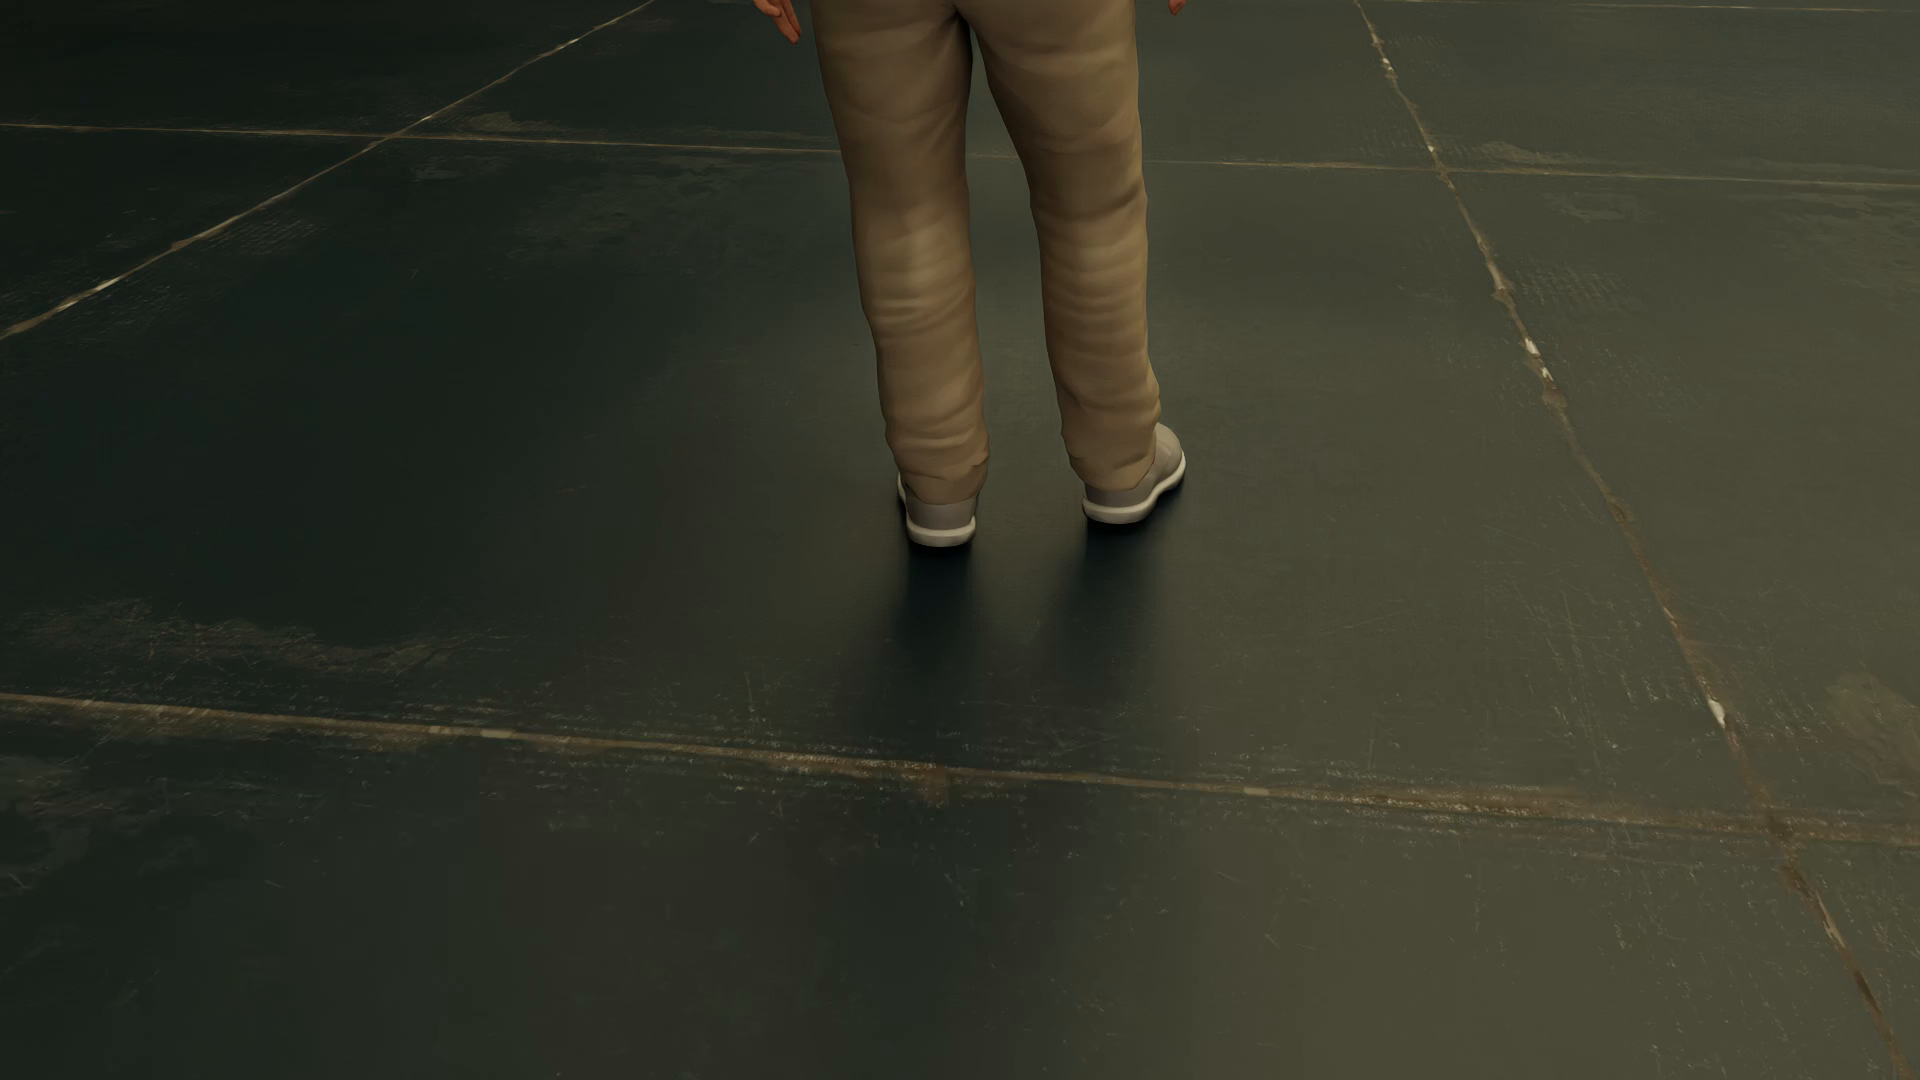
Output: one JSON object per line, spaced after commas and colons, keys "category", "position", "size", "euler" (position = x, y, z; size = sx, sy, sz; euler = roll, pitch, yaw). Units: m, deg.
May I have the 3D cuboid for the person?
{"category": "person", "position": [0.024, -0.819, 2.189], "size": [0.640, 1.727, 0.551], "euler": [3, 27, 7]}
